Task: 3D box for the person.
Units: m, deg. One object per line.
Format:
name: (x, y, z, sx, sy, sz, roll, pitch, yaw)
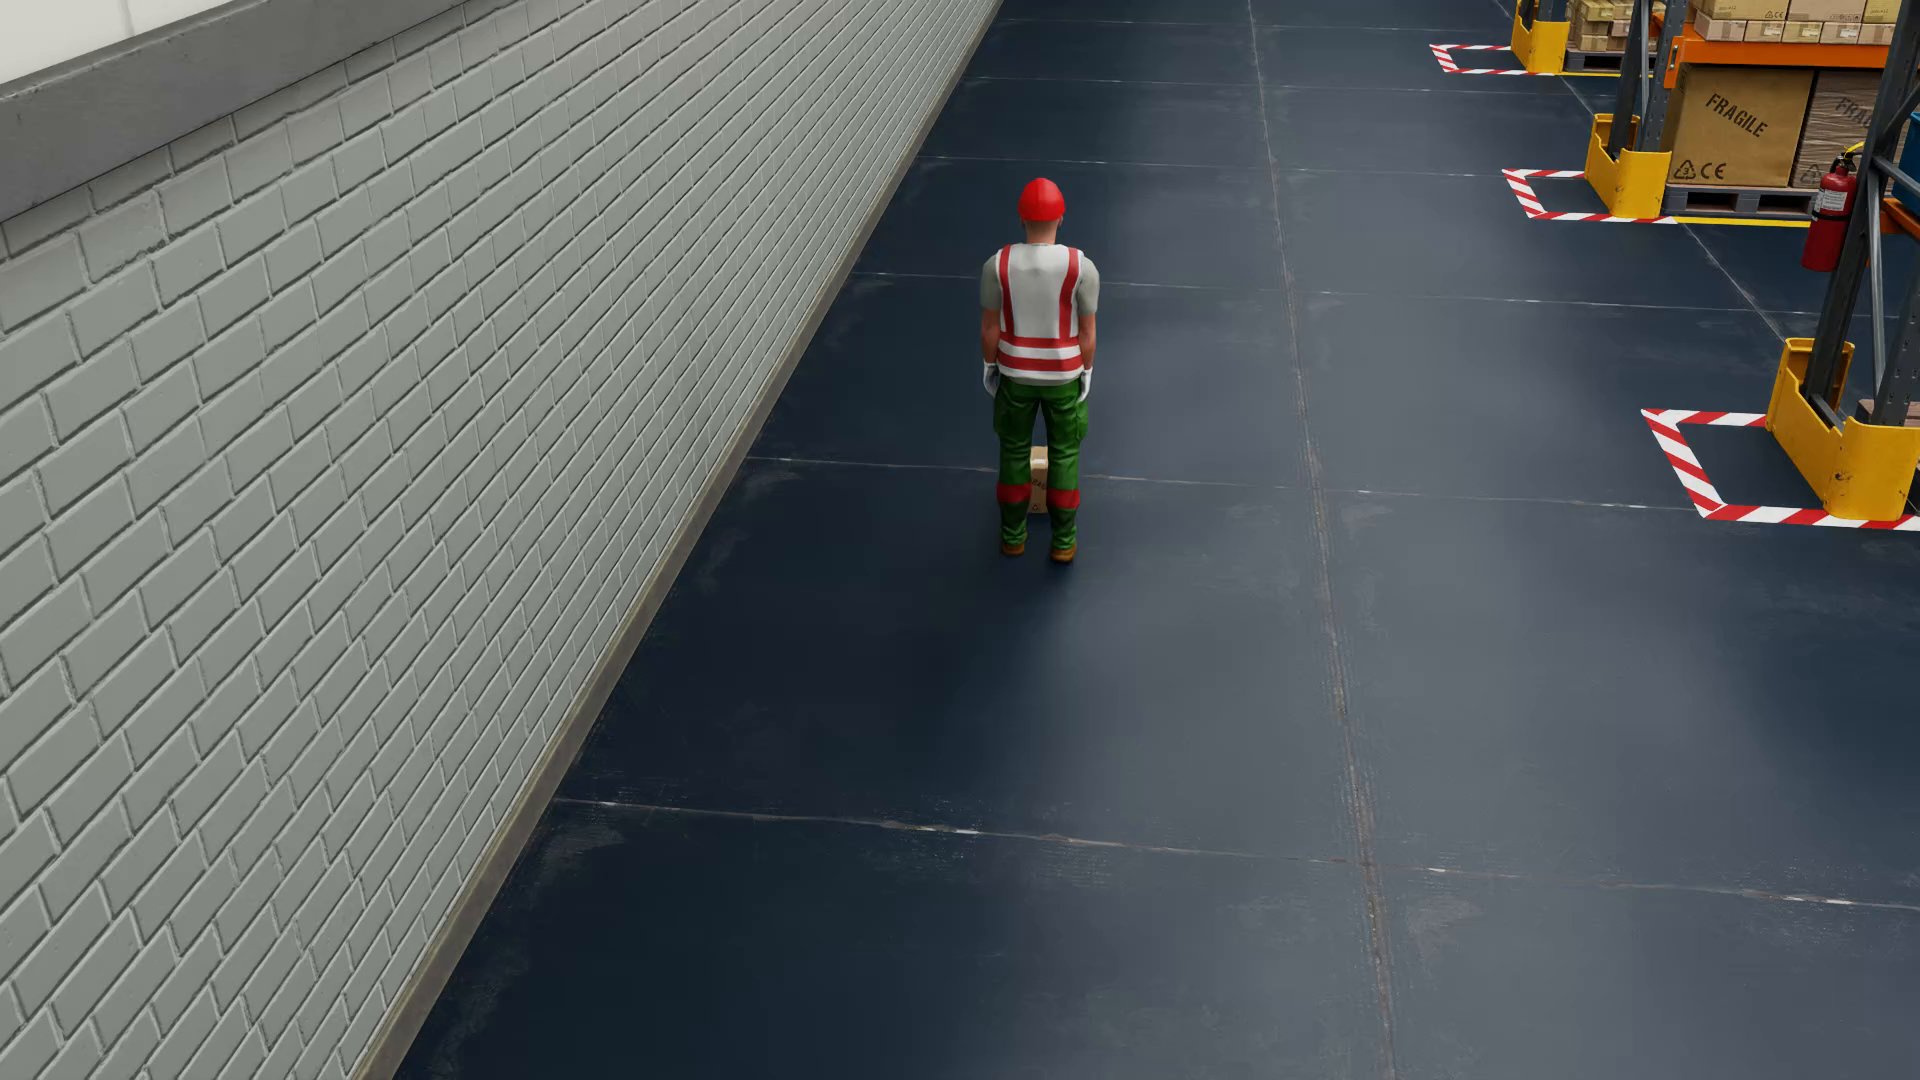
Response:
person: (0.355, -0.748, 7.523, 0.524, 1.805, 0.346, 4, 28, 7)
